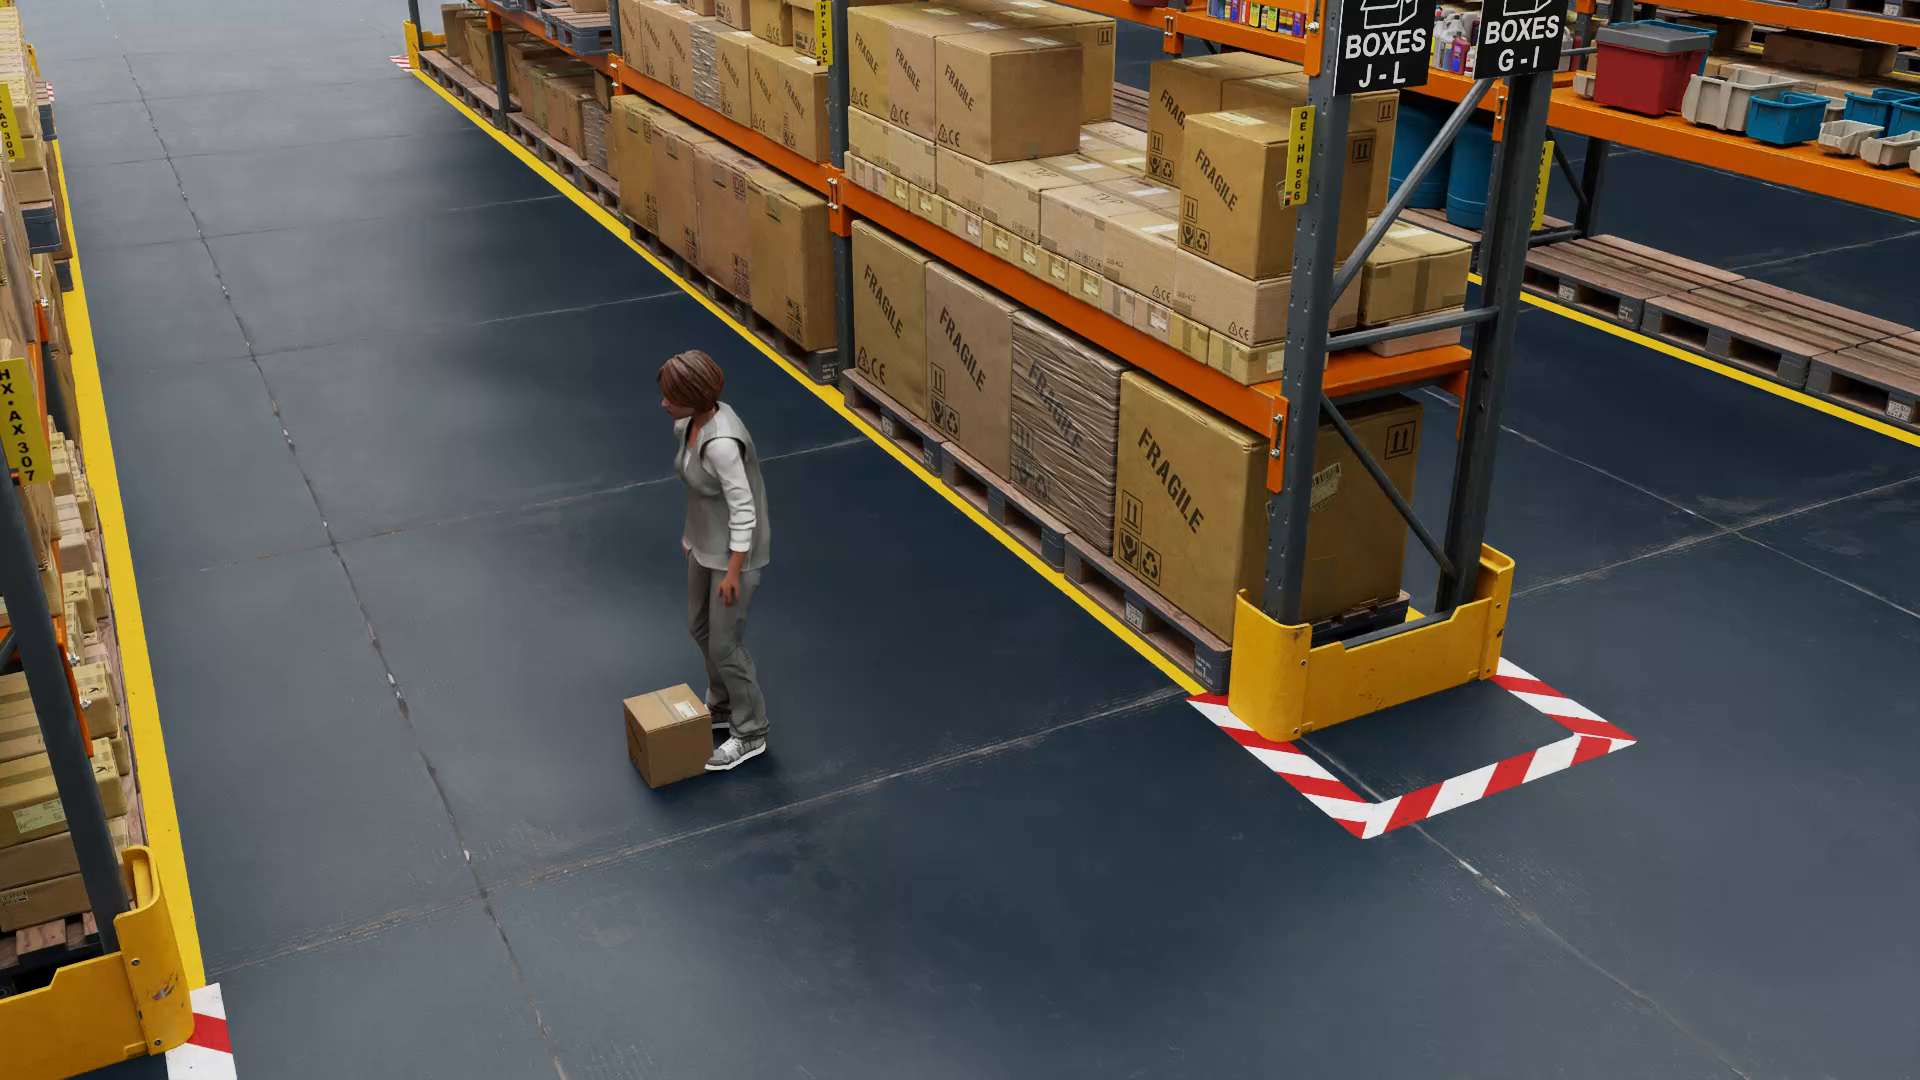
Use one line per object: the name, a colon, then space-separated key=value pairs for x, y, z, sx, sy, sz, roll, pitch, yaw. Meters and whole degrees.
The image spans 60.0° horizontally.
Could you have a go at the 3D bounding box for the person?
person: x=-0.872 y=0.174 z=6.042 sx=0.323 sy=1.352 sz=0.459 roll=-13 pitch=29 yaw=-25
